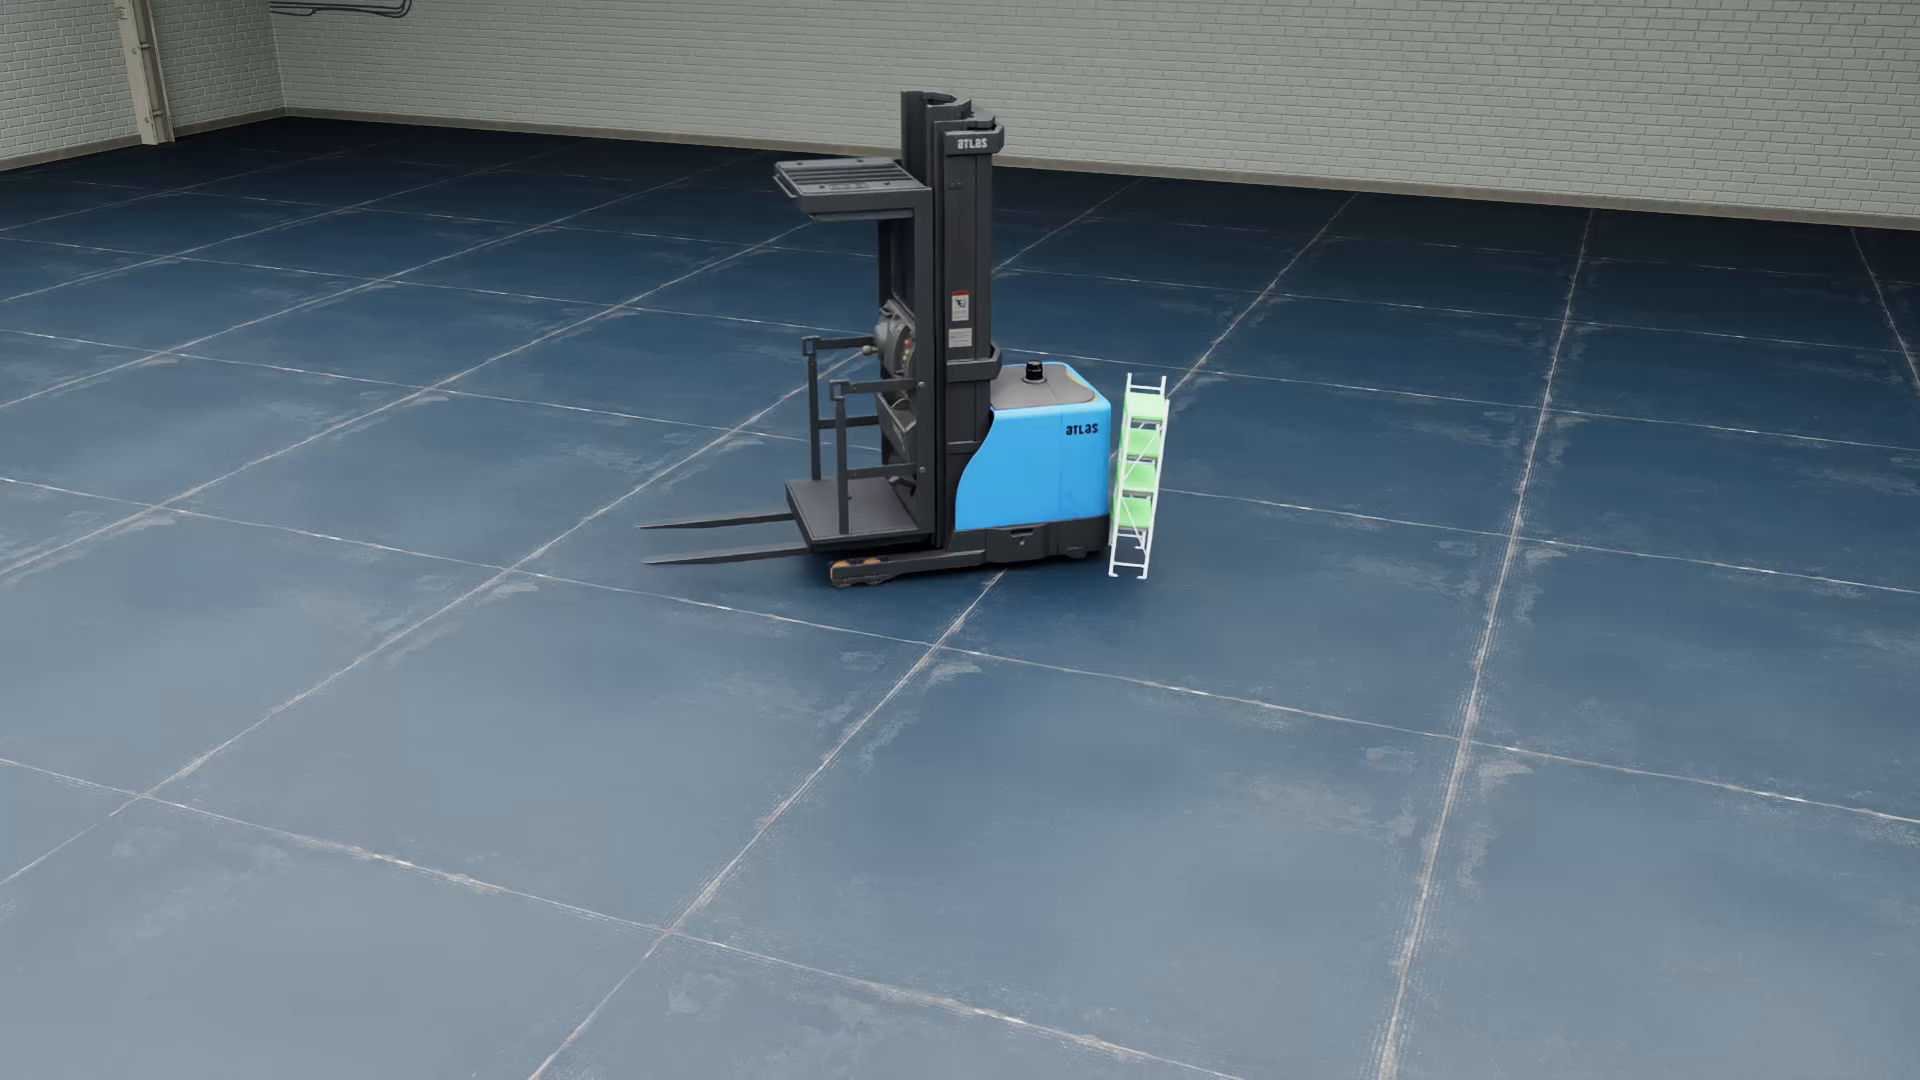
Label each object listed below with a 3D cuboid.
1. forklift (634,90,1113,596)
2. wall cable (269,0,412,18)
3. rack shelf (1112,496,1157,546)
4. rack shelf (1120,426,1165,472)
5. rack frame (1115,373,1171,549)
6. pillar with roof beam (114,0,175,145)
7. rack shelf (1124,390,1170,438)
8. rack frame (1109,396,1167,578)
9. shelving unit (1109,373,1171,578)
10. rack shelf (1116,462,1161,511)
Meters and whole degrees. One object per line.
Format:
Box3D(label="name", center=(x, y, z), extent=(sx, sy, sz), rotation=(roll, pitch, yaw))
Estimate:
Box3D(label="forklift", center=(-0.561, -1.235, 10.404), extent=(3.031, 2.935, 1.130), rotation=(-10, 25, -22))
Box3D(label="wall cable", center=(-10.373, -9.880, 27.256), extent=(3.097, 2.526, 0.112), rotation=(9, 24, 20))
Box3D(label="rack shelf", center=(1.133, -0.135, 10.781), extent=(0.258, 0.148, 0.480), rotation=(7, 23, 7))
Box3D(label="rack shelf", center=(1.164, -0.575, 10.592), extent=(0.258, 0.148, 0.480), rotation=(7, 23, 7))
Box3D(label="rack frame", center=(1.190, -0.506, 10.884), extent=(0.240, 1.200, 0.015), rotation=(7, 23, 7))
Box3D(label="pillar with roof beam", center=(-8.698, -9.831, 23.112), extent=(9.100, 9.000, 0.400), rotation=(9, 24, 20))
Box3D(label="rack shelf", center=(1.179, -0.795, 10.497), extent=(0.258, 0.148, 0.480), rotation=(7, 23, 7))
Box3D(label="rack frame", center=(1.115, -0.320, 10.439), extent=(0.240, 1.200, 0.015), rotation=(7, 23, 7))
Box3D(label="shelving unit", center=(1.152, -0.413, 10.661), extent=(0.258, 1.200, 0.503), rotation=(7, 23, 7))
Box3D(label="rack shelf", center=(1.148, -0.355, 10.687), extent=(0.258, 0.148, 0.480), rotation=(7, 23, 7))
